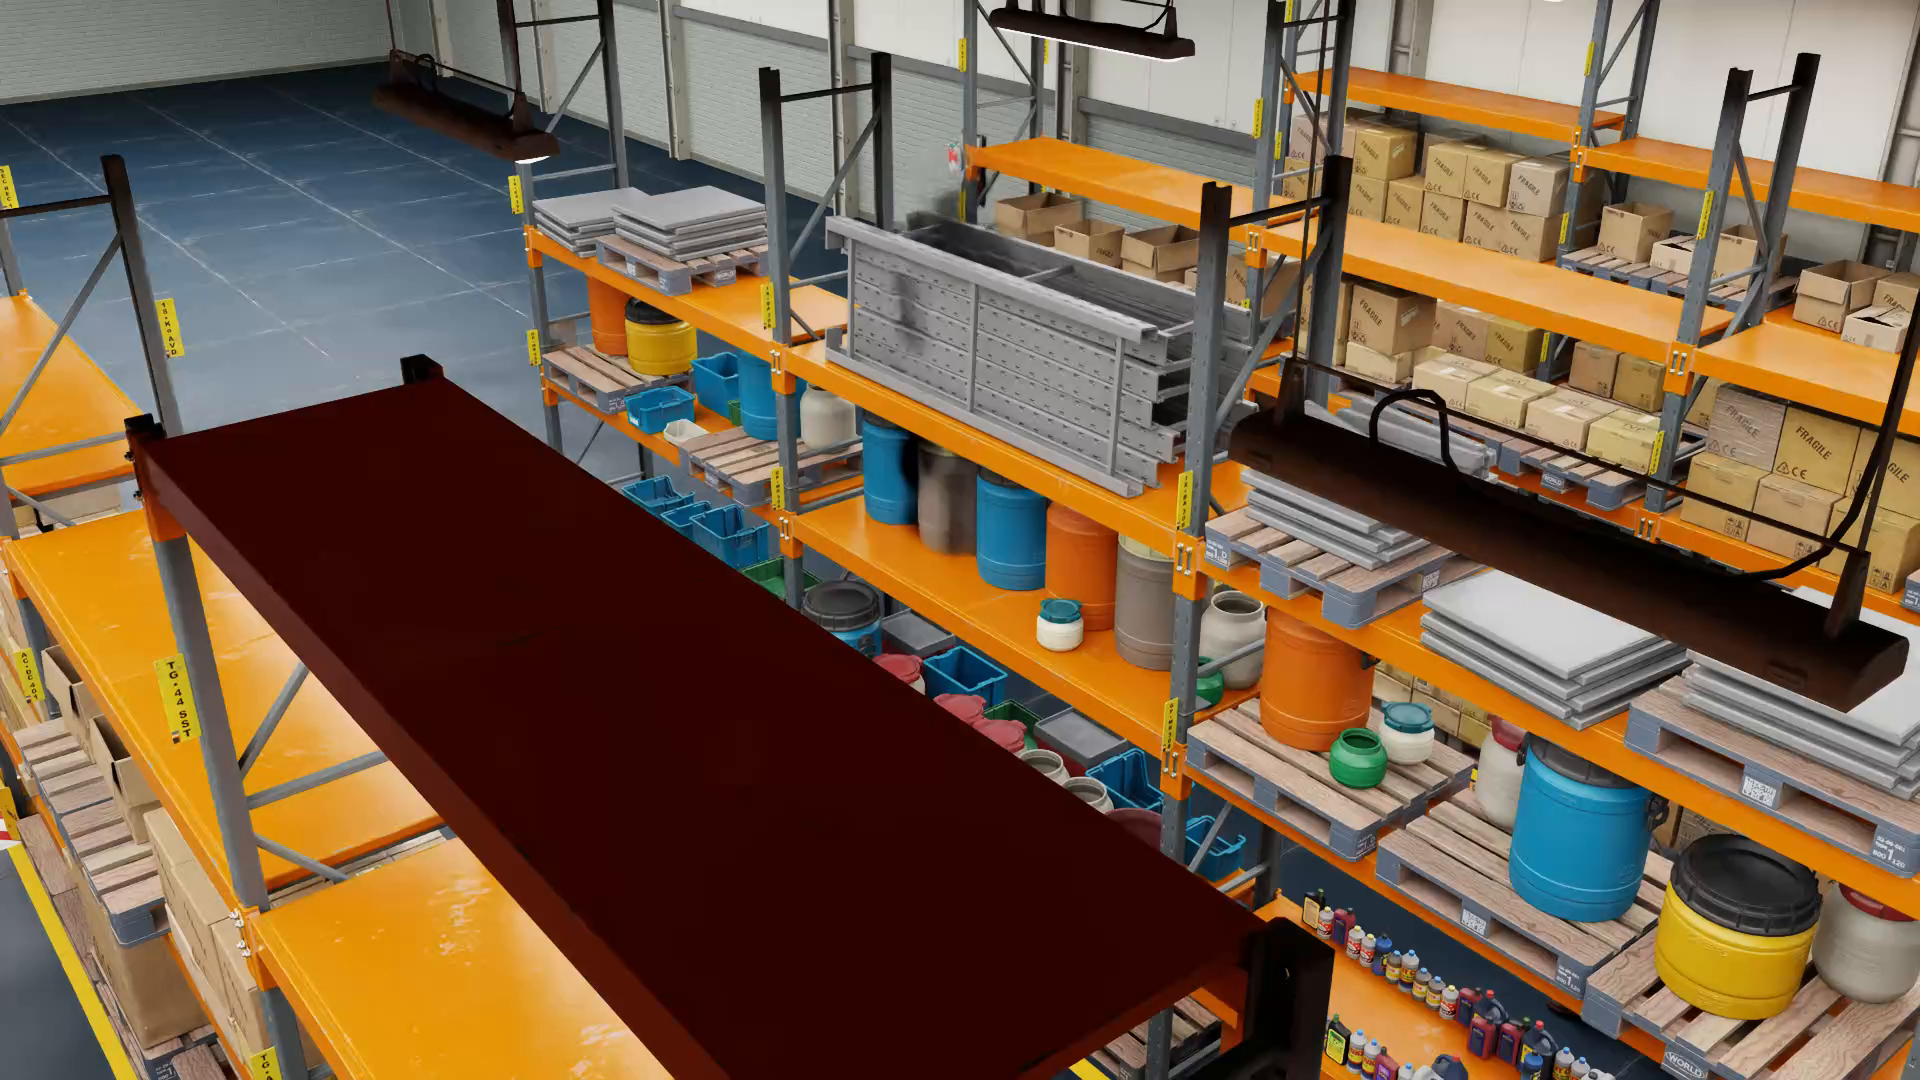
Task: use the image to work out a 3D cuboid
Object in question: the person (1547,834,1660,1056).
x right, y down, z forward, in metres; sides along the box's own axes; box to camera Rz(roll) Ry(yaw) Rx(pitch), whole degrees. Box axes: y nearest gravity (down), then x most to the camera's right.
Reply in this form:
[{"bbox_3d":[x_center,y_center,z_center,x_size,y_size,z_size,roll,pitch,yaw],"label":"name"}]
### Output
[{"bbox_3d":[4.419,2.623,10.937,0.906,1.632,0.607,22,33,37],"label":"person"}]
